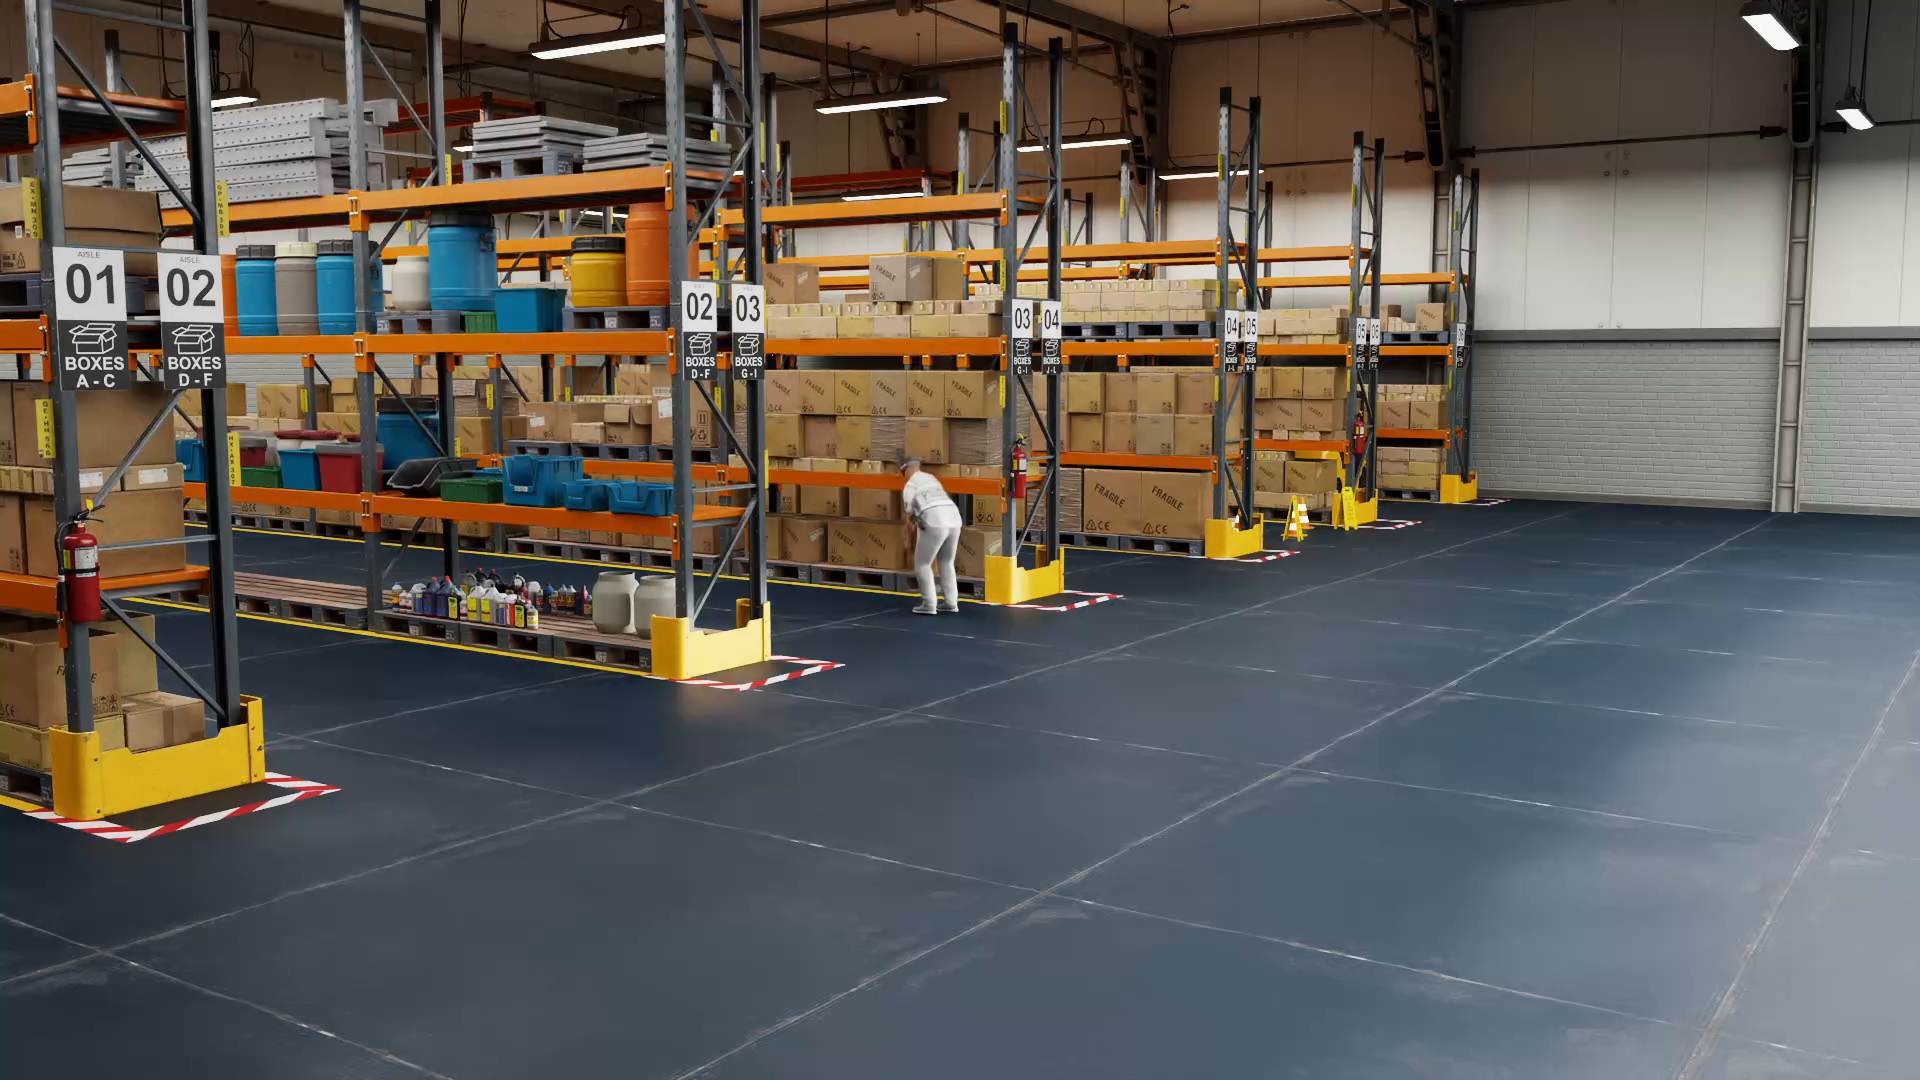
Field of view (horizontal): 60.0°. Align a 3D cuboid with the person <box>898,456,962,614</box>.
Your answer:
[{"bbox_3d":[-0.336,-0.054,17.019,0.473,1.590,0.795,-5,8,-38],"label":"person"}]
